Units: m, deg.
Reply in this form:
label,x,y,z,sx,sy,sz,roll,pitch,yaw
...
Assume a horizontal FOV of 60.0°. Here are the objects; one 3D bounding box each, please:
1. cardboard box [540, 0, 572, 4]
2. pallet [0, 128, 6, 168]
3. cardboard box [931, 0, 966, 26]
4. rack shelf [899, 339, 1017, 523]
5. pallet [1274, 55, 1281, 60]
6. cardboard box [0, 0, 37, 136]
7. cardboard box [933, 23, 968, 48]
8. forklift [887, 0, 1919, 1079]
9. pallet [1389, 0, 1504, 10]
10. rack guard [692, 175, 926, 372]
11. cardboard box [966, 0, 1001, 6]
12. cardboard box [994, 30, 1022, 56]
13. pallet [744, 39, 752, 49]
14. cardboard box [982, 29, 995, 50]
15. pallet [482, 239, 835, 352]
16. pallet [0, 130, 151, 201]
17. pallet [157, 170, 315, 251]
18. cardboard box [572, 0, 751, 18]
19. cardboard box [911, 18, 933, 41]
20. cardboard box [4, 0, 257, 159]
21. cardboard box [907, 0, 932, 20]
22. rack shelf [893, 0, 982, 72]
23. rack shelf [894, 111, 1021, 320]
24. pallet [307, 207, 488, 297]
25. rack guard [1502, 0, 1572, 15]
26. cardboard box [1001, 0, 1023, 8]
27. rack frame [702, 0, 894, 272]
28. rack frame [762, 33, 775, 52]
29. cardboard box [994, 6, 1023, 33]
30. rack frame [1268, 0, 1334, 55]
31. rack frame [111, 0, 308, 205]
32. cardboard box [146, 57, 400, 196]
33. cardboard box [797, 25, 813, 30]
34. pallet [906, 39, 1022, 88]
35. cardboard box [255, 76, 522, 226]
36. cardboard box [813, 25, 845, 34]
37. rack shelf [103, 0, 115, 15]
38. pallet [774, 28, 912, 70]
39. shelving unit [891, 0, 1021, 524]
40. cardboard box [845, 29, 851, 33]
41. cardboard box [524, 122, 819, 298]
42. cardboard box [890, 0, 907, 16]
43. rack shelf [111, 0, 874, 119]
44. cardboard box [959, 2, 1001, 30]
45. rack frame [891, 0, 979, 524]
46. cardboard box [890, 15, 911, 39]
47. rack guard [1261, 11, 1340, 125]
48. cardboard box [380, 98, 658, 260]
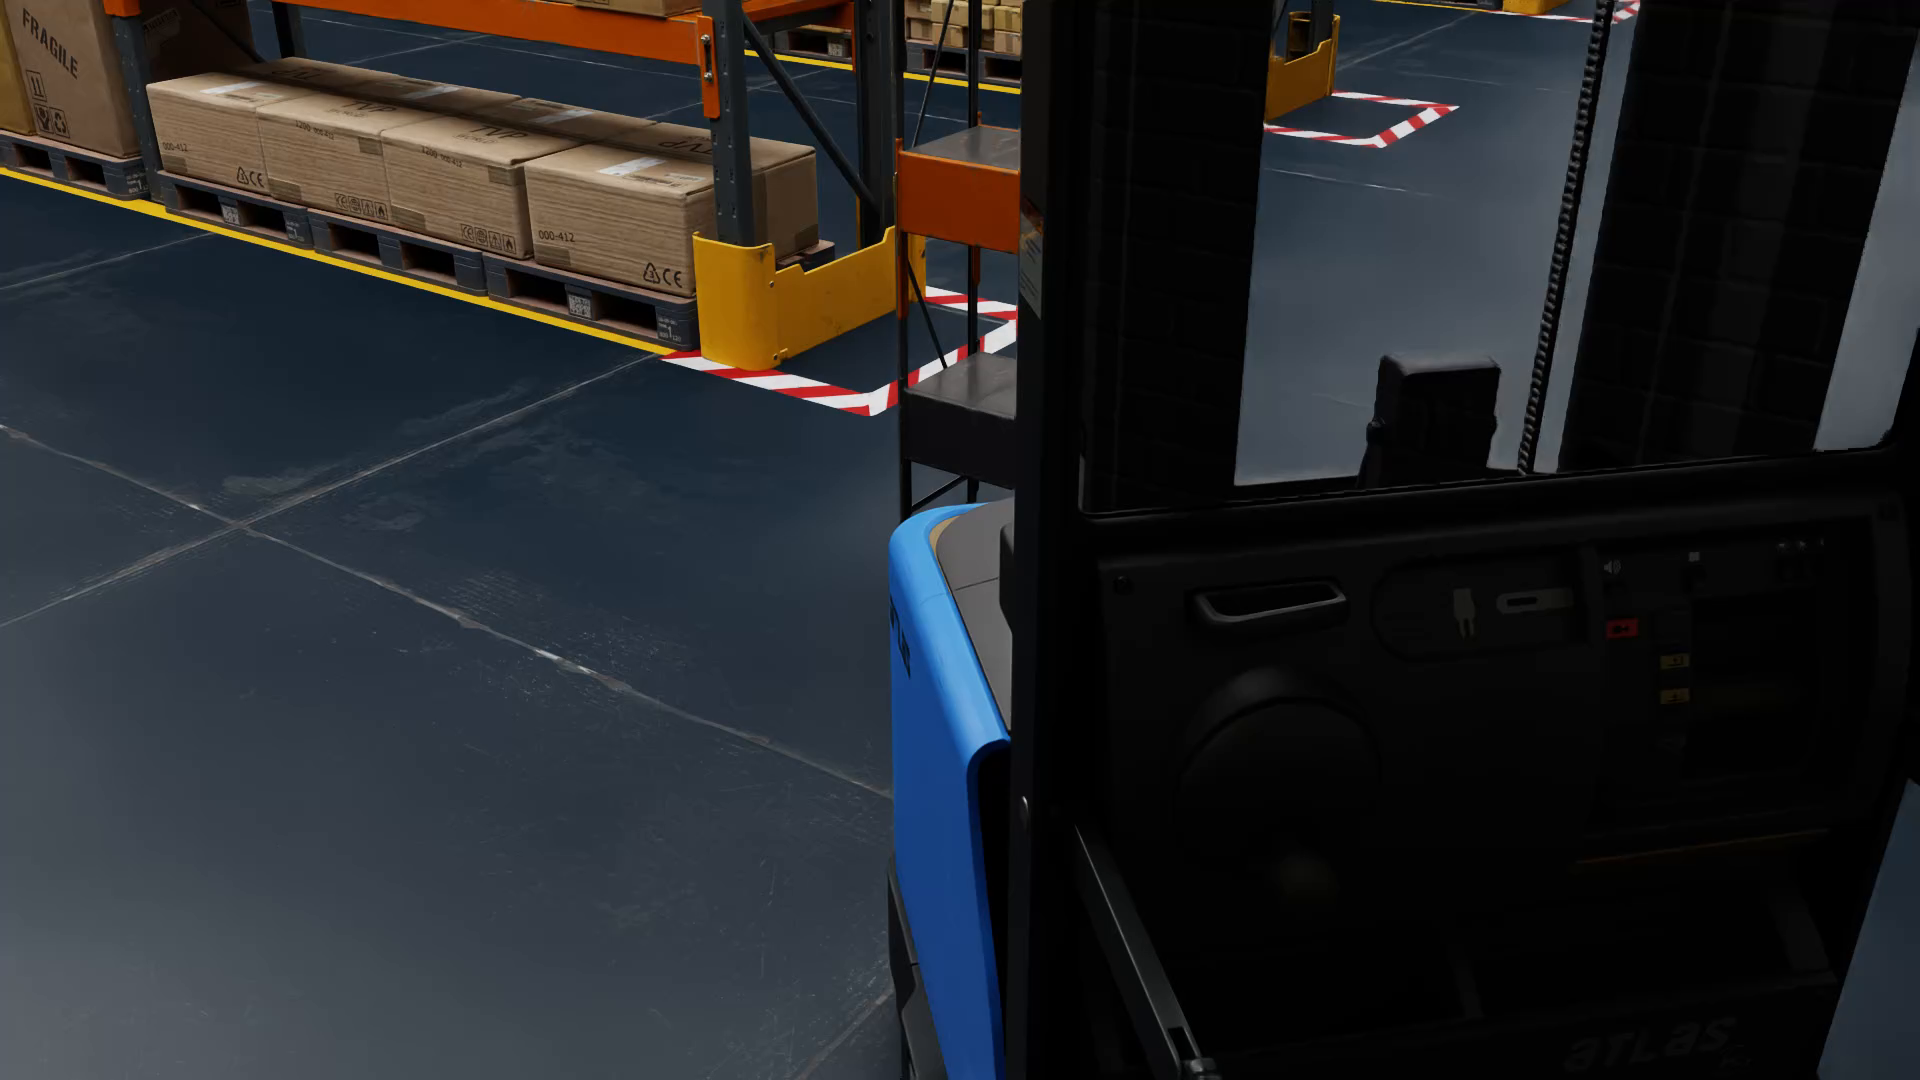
label,x,y,z,sx,sy,sz,roll,pitch,yaw
cardboard box,-1.570,-2.462,6.670,0.500,0.500,0.500,17,31,29
pallet,-5.603,-2.525,9.979,1.213,0.211,1.003,17,32,30
cardboard box,0.010,-3.679,11.524,0.250,0.149,0.380,17,32,30
rack shelf,0.136,-0.257,5.014,0.480,0.518,0.431,17,32,30
pallet,1.390,-3.133,11.173,1.213,0.211,1.003,17,32,30
cardboard box,-5.220,-2.883,9.488,0.875,0.875,0.875,18,32,32
cardboard box,0.016,-3.546,11.591,0.250,0.149,0.380,16,31,29
forklift,0.646,0.206,1.613,1.130,2.935,3.031,-5,27,-10
pallet,4.290,-4.896,14.638,1.213,0.211,1.003,17,32,30
rack guard,-0.597,-1.137,6.934,0.348,0.500,1.175,17,32,30
cardboard box,0.245,-3.766,11.368,0.250,0.149,0.380,17,32,31
cardboard box,0.441,-3.415,11.332,0.250,0.149,0.380,18,32,31
pallet,-1.838,-4.118,13.109,1.213,0.211,1.003,17,32,30
cardboard box,0.275,-3.507,11.515,0.250,0.149,0.380,18,32,32
pallet,-1.321,-1.191,7.357,1.213,0.211,1.003,17,32,30
pallet,-4.593,-2.212,9.364,1.213,0.211,1.003,17,32,30
pallet,-3.332,-1.817,8.589,1.213,0.211,1.003,17,32,30
cardboard box,-1.165,-2.327,6.405,0.500,0.500,0.500,18,32,31
cardboard box,-0.144,-3.649,11.793,0.250,0.149,0.380,16,31,28
cardboard box,-4.471,-2.654,9.038,0.875,0.875,0.875,18,32,32
cardboard box,-0.163,-3.767,11.698,0.250,0.149,0.380,19,33,33
rack shelf,0.136,-1.505,4.379,0.480,0.518,0.431,17,32,30
rack shelf,0.136,-0.881,4.696,0.480,0.518,0.431,17,32,30
pallet,-2.322,-1.504,7.974,1.213,0.211,1.003,17,32,30
rack guard,5.013,-4.842,14.214,0.348,0.500,1.175,17,32,30
cardboard box,0.477,-3.710,11.256,0.250,0.149,0.380,16,31,29
rack frame,-0.617,-2.258,6.379,0.127,3.000,1.000,17,32,30
rack frame,-1.195,-5.161,12.085,0.127,3.000,1.000,17,32,30
cardboard box,0.441,-3.546,11.263,0.250,0.149,0.380,19,33,33
rack frame,2.102,-4.134,10.066,0.127,3.000,1.000,17,32,30
rack frame,-3.914,-3.285,8.397,0.127,3.000,1.000,17,32,30
cardboard box,-3.458,-2.129,8.488,0.875,0.438,0.875,17,31,30
cardboard box,-1.077,-3.864,12.216,0.250,0.149,0.380,16,31,28
pallet,0.388,-3.446,11.789,1.213,0.211,1.003,17,32,30
cardboard box,-2.719,-1.899,8.036,0.875,0.438,0.875,16,31,29
cardboard box,-0.858,-3.796,12.082,0.250,0.149,0.380,18,32,32
rack shelf,-5.563,-3.478,9.570,4.000,0.370,1.077,17,32,30
pallet,-0.621,-3.759,12.404,1.213,0.211,1.003,17,32,30
shelving unit,0.136,-0.893,4.690,0.503,2.100,0.431,17,32,30
cardboard box,-0.623,-3.752,11.995,0.250,0.149,0.380,17,32,30
cardboard box,-1.218,-1.435,7.124,0.875,0.438,0.875,16,31,29
cardboard box,-0.376,-3.847,11.854,0.250,0.149,0.380,16,31,28
rack shelf,-2.266,-2.451,7.551,4.000,0.370,1.077,17,32,30
cardboard box,0.198,-3.606,11.381,0.250,0.149,0.380,18,32,31
rack frame,-0.065,-0.956,4.813,0.015,2.100,0.400,17,32,30
cardboard box,-0.386,-3.705,11.903,0.250,0.149,0.380,17,31,29
rack guard,2.039,-3.040,10.672,0.348,0.500,1.175,17,32,30
cardboard box,-1.977,-1.667,7.580,0.875,0.438,0.875,18,32,32
